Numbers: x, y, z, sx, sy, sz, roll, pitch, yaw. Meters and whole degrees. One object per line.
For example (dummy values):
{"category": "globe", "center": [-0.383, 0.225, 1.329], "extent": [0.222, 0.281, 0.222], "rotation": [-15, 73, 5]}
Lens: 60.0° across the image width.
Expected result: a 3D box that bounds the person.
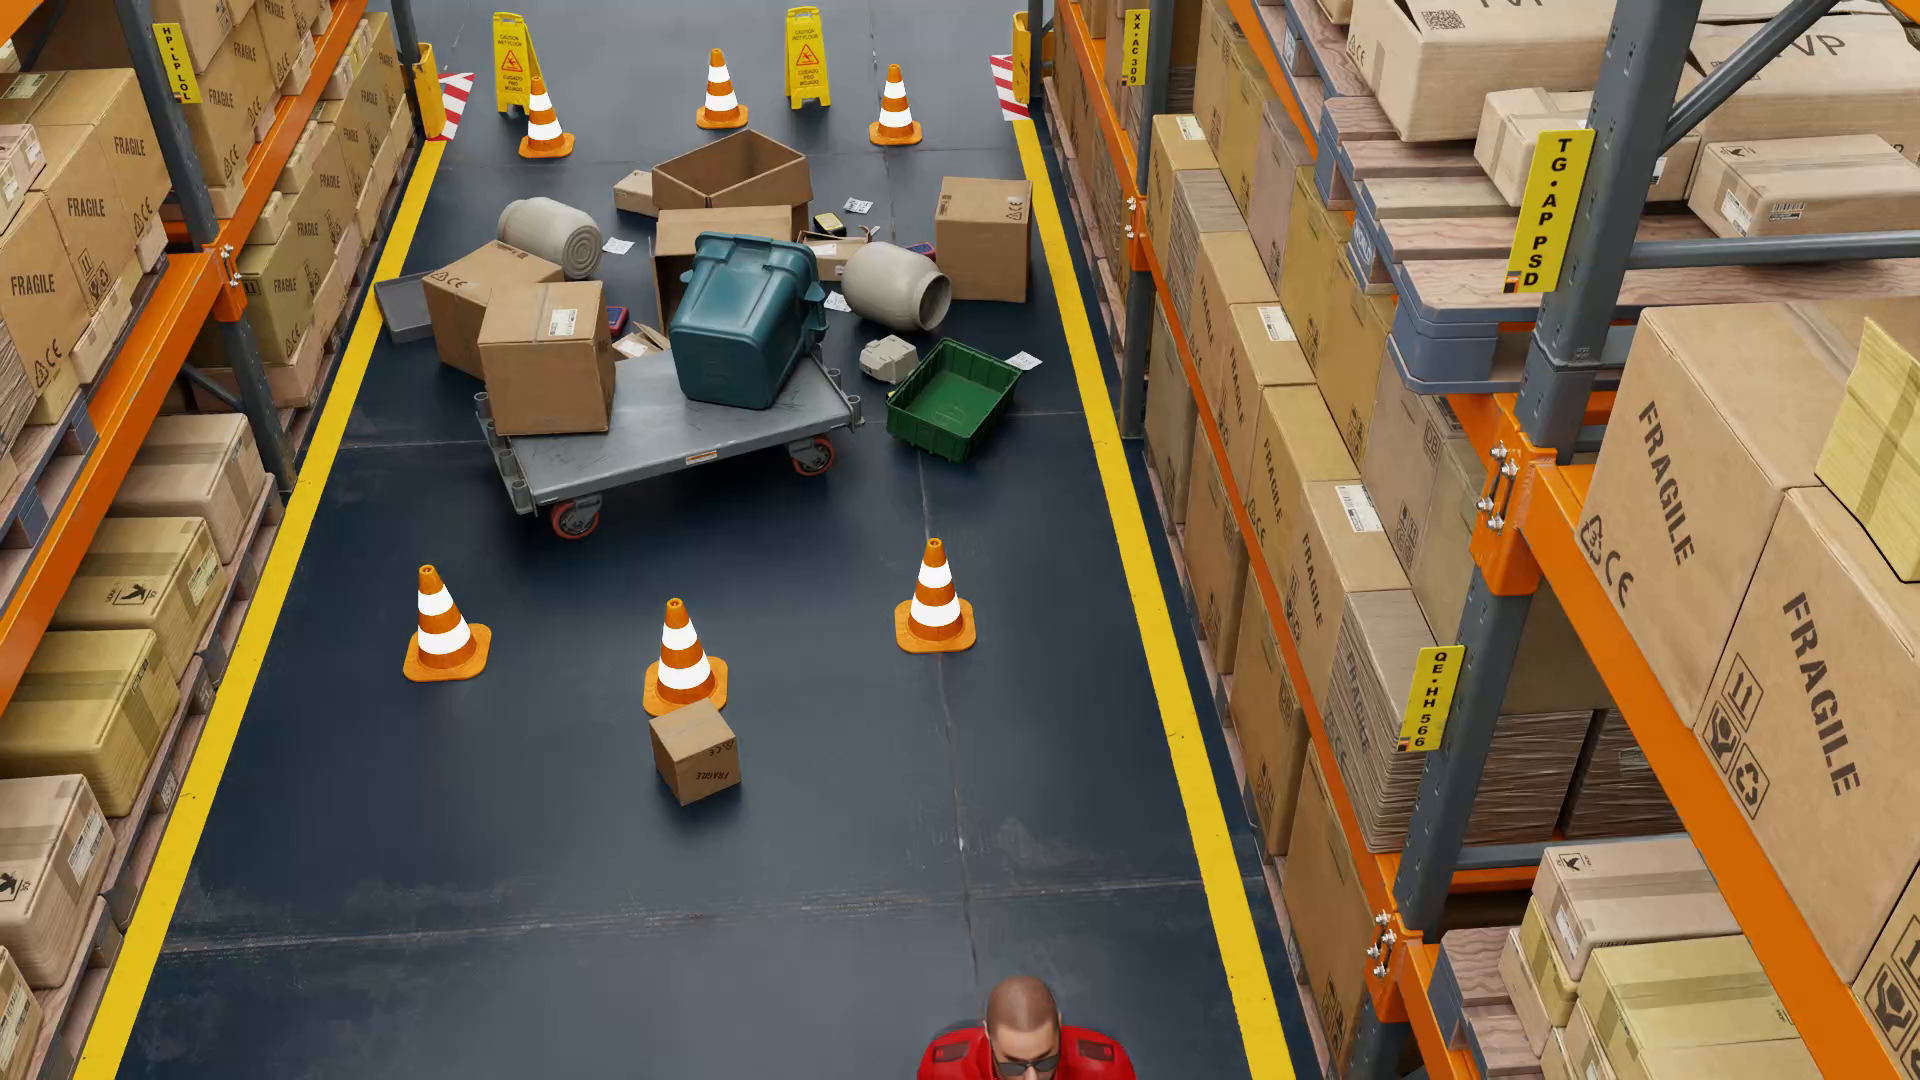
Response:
{"category": "person", "center": [0.168, 1.576, 4.201], "extent": [0.550, 1.685, 0.901], "rotation": [-3, 39, -4]}
